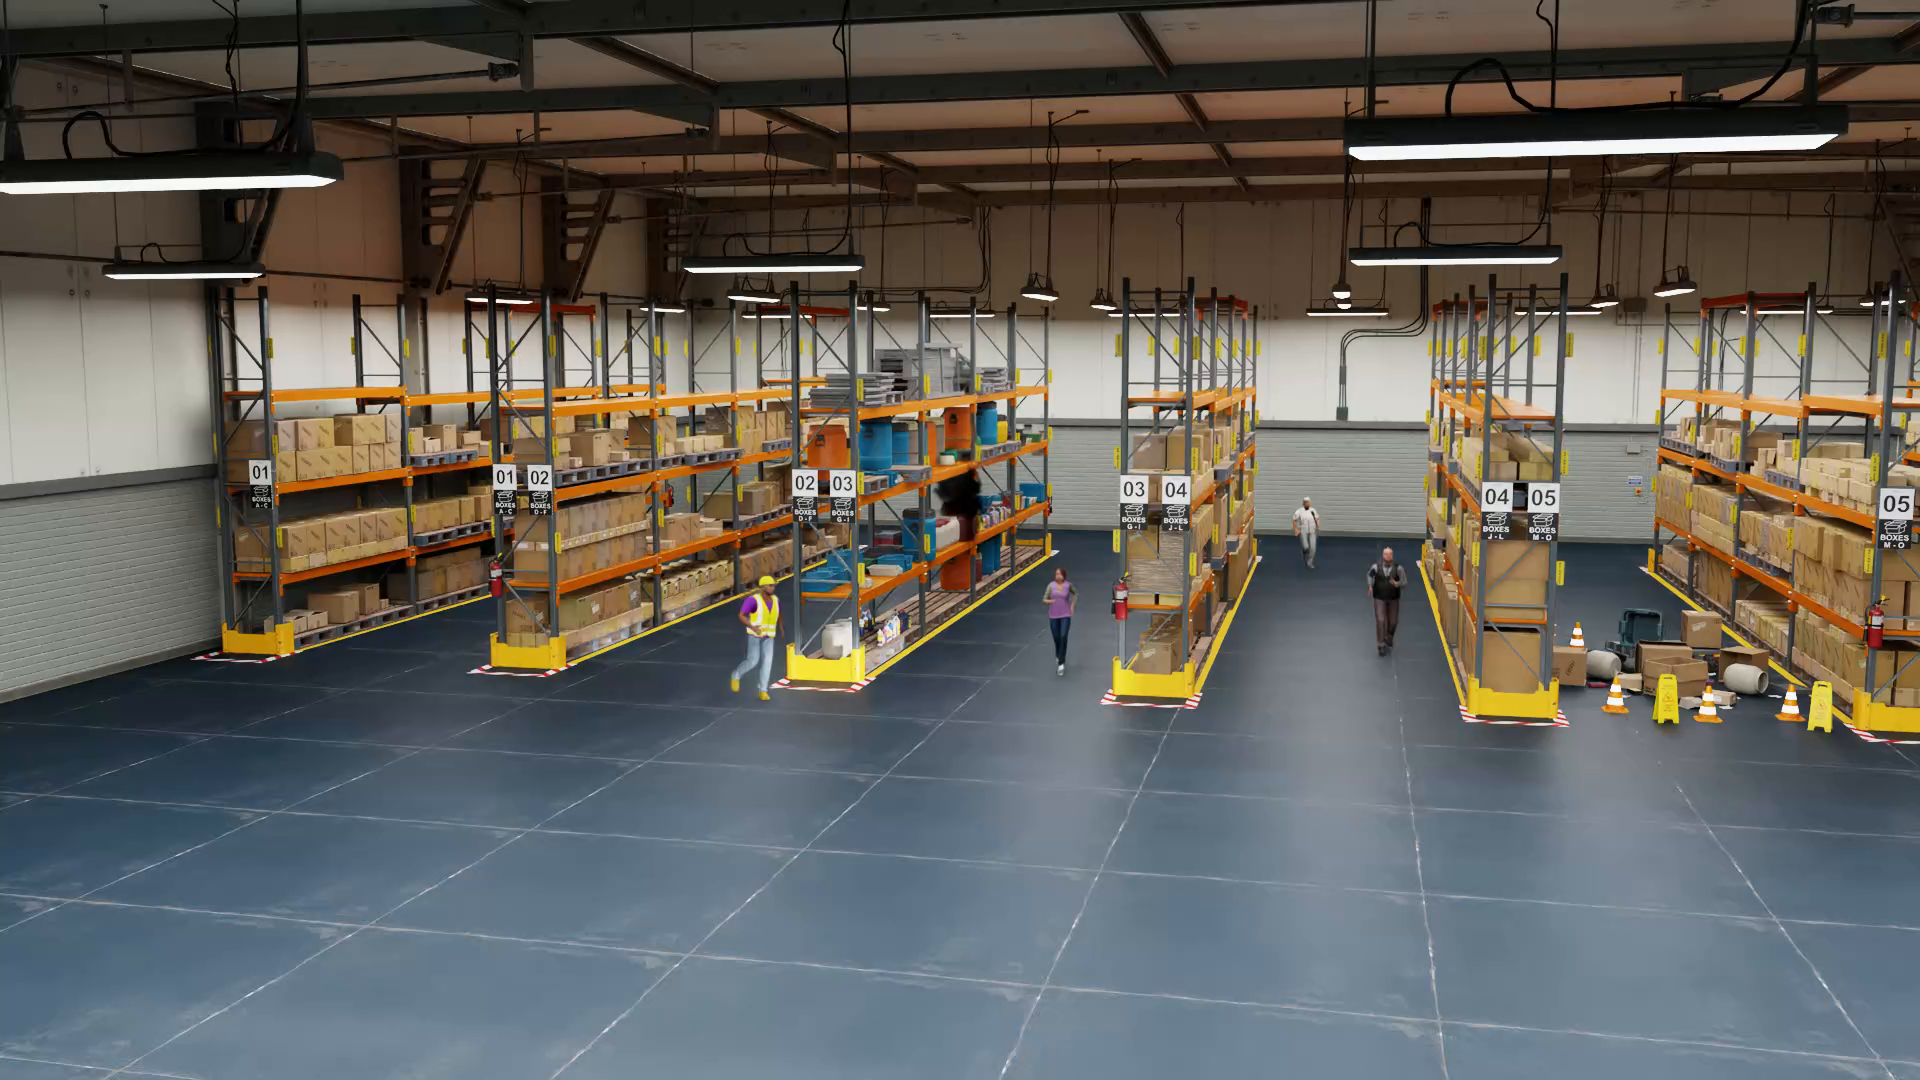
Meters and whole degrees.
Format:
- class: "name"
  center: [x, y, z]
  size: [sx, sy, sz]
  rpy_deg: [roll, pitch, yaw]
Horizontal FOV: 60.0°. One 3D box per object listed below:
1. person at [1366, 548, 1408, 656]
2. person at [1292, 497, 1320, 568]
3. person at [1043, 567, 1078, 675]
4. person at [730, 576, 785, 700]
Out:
- class: "person"
  center: [7.017, 0.987, 27.359]
  size: [0.656, 1.707, 0.970]
  rpy_deg: [1, 7, 11]
- class: "person"
  center: [7.970, -0.163, 38.146]
  size: [0.635, 1.626, 0.507]
  rpy_deg: [0, 7, -3]
- class: "person"
  center: [1.552, 1.223, 25.870]
  size: [0.526, 1.623, 0.787]
  rpy_deg: [1, 7, 12]
- class: "person"
  center: [-2.843, 1.383, 24.030]
  size: [0.766, 1.737, 0.861]
  rpy_deg: [-5, 8, -39]
